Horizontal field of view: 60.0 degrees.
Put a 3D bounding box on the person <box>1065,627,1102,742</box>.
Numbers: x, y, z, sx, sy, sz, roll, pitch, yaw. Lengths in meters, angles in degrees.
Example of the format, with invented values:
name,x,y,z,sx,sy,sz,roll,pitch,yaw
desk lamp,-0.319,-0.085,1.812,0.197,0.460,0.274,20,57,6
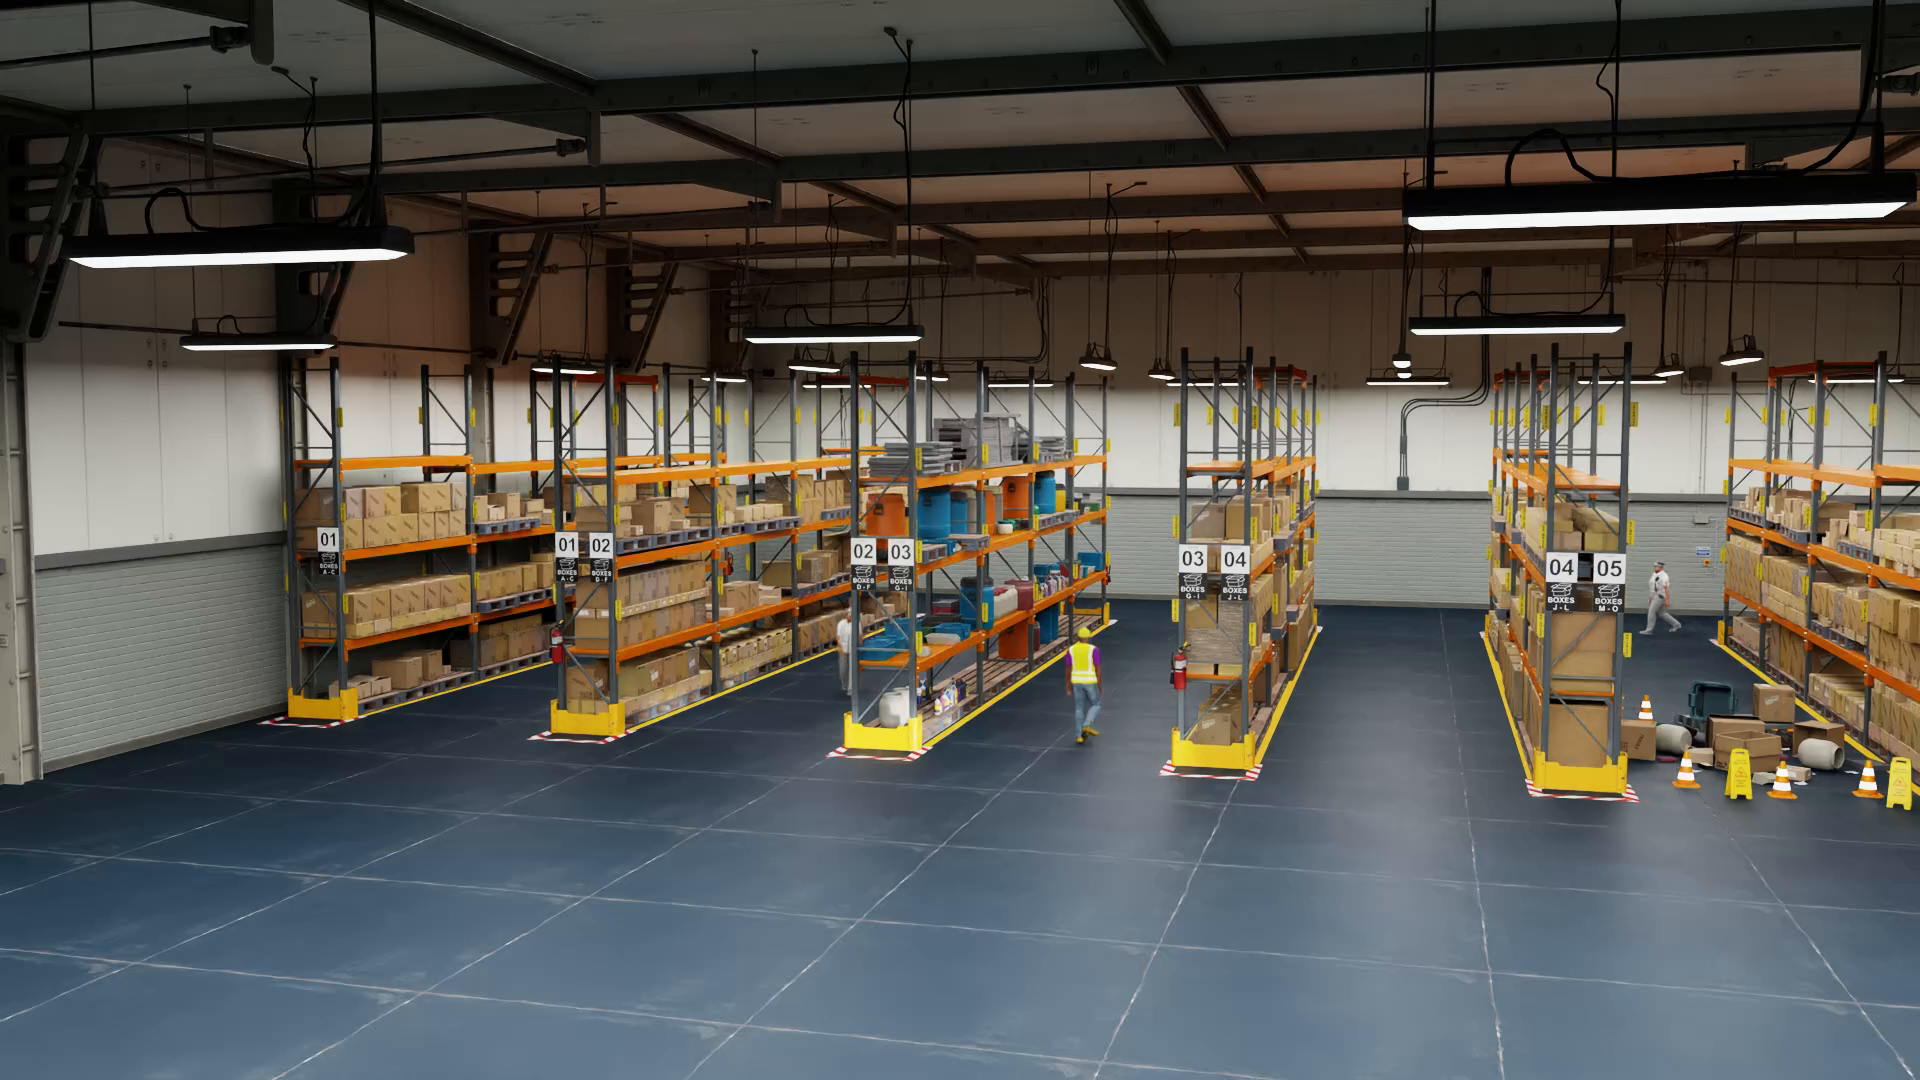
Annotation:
name,x,y,z,sx,sy,sz,roll,pitch,yaw
person,1.918,2.227,25.752,0.610,1.756,0.489,2,5,25

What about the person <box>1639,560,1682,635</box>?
name,x,y,z,sx,sy,sz,roll,pitch,yaw
person,16.132,1.320,38.261,0.986,1.724,0.535,1,4,10

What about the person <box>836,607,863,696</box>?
name,x,y,z,sx,sy,sz,roll,pitch,yaw
person,-1.998,1.998,30.022,0.468,1.574,1.095,0,4,0
